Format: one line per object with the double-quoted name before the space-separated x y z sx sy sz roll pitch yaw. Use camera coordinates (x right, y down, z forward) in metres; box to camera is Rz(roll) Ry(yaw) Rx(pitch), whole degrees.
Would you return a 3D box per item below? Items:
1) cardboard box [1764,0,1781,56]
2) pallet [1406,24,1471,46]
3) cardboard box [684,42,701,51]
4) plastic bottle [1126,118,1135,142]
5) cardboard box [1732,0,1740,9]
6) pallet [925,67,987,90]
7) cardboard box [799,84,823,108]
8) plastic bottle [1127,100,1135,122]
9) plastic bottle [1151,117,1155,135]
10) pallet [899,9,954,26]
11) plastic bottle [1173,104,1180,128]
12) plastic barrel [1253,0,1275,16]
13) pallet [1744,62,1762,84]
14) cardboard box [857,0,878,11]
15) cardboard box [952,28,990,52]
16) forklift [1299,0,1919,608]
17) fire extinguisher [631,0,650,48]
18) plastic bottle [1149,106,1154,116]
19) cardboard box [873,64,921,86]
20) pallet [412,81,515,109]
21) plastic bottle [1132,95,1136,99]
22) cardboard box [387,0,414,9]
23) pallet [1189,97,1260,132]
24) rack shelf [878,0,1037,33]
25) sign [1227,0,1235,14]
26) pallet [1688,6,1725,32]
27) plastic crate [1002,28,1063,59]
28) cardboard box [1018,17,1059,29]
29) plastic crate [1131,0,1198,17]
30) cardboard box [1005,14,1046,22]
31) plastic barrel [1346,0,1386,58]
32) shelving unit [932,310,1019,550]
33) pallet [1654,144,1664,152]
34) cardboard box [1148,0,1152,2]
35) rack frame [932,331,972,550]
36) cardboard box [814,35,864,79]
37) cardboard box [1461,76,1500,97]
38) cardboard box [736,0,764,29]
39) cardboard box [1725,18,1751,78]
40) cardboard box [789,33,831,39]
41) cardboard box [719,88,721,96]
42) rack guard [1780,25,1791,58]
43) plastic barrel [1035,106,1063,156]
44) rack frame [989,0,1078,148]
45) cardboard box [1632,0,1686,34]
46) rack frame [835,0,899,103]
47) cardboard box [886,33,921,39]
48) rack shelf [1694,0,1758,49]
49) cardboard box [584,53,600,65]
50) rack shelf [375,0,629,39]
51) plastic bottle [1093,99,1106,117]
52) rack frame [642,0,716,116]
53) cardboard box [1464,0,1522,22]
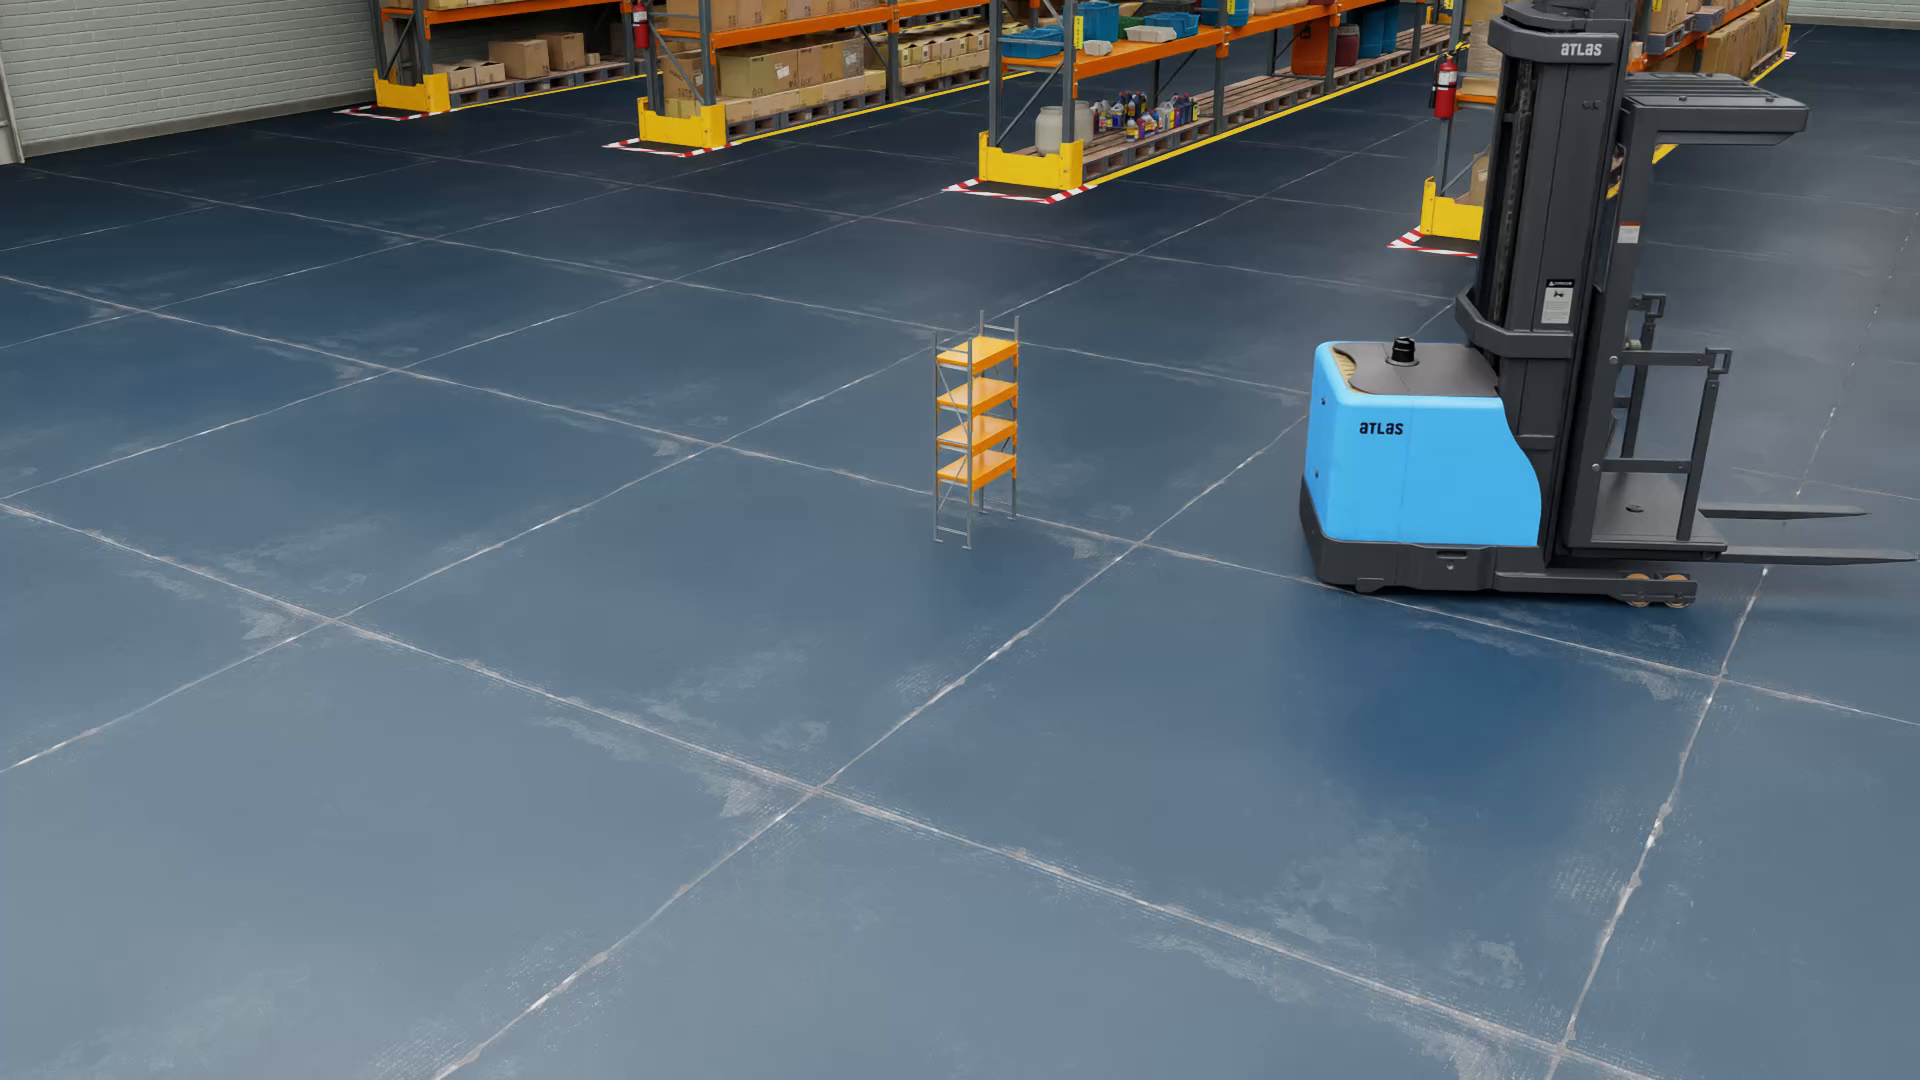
"cardboard box" 12.671 -8.336 26.875 0.875 0.875 0.875 14 27 29
"pallet" 8.745 -9.146 30.111 1.003 0.211 1.213 14 27 29
"cardboard box" -4.626 -8.377 27.418 0.700 0.500 0.500 14 27 30
"plastic bottle" 1.994 -4.792 19.425 0.097 0.271 0.097 0 23 0
"cardboard box" 10.491 -7.627 22.967 0.500 0.500 0.500 14 27 29
"pallet" -0.325 -7.076 25.329 1.003 0.211 1.213 14 27 29
"cardboard box" -2.168 -5.906 22.050 0.500 0.250 0.500 14 27 29
"plastic bottle" 2.131 -5.336 20.681 0.097 0.271 0.097 0 23 0
"plastic bottle" 2.280 -4.943 19.861 0.097 0.201 0.097 0 23 0
"pallet" -0.846 -10.383 32.968 1.003 0.211 1.213 14 27 29
"plastic bottle" 2.637 -5.195 20.340 0.061 0.283 0.133 16 28 32
"plastic barrel" 3.961 -7.233 22.011 0.433 0.535 0.433 0 23 0
"pallet" 11.779 -7.268 25.774 1.003 0.211 1.213 14 27 29
"cardboard box" -1.552 -7.580 22.858 0.700 0.500 0.500 13 27 28
"cardboard box" 0.183 -7.648 25.368 0.500 0.311 0.500 14 27 29
"forklift" 3.399 -1.219 8.377 3.031 2.935 1.130 2 23 4
"fire extinguisher" -3.890 -6.357 20.256 0.296 0.674 0.183 14 27 29
"plastic bottle" 2.337 -5.118 20.161 0.061 0.283 0.133 14 27 29
"cardboard box" -0.900 -6.700 23.884 0.500 0.250 0.500 13 27 28
"pallet" -7.145 -6.385 23.733 1.003 0.211 1.213 14 27 29
"plastic bottle" 2.196 -5.467 20.978 0.152 0.276 0.135 15 28 31
"cardboard box" -7.561 -7.511 22.987 0.500 0.250 0.500 14 27 30
"pallet" 3.265 -5.639 22.011 1.003 0.211 1.213 14 27 29
"rack shelf" -0.268 -8.030 24.929 1.077 0.370 4.000 14 27 29
"sign" 3.345 -6.654 20.496 0.100 0.325 0.005 14 27 29
"pallet" 8.916 -6.607 20.978 1.213 0.211 1.003 14 27 29
"plastic crate" 0.783 -5.459 18.272 0.499 0.251 0.616 14 27 29
"cardboard box" 1.270 -8.184 26.971 0.500 0.500 0.500 15 28 31
"plastic crate" 2.499 -6.467 20.492 0.767 0.338 0.504 14 27 29
"cardboard box" 1.081 -8.455 27.597 0.500 0.500 0.500 15 28 31
"plastic barrel" 6.428 -8.157 26.428 0.600 0.901 0.708 14 27 29
"shelving unit" 0.087 -0.606 9.141 0.258 1.200 0.503 14 27 29
"pallet" 8.143 -5.005 20.545 1.003 0.211 1.213 14 27 29
"cardboard box" 3.884 -10.077 31.339 0.797 0.503 0.637 14 27 29
"rack frame" -0.041 -0.524 8.950 0.240 1.200 0.015 14 27 29
"cardboard box" -1.655 -6.591 22.689 0.500 0.500 0.500 14 27 29
"cardboard box" 4.956 -4.282 15.682 0.380 0.149 0.250 14 27 29
"cardboard box" -2.903 -6.714 20.858 0.700 0.500 0.500 15 27 30
"cardboard box" 10.520 -7.004 23.798 1.225 0.875 0.875 13 27 27
"cardboard box" -2.091 -6.699 22.937 0.500 0.500 0.500 14 27 29
"cardboard box" -3.147 -5.680 21.528 0.500 0.250 0.500 14 27 29
"rack guard" 13.434 -8.519 28.299 1.175 0.500 0.348 14 27 29
"plastic barrel" 1.056 -4.585 18.668 0.421 0.512 0.421 0 23 0
"rack frame" 0.773 -5.296 17.707 1.000 3.000 0.127 14 27 29
"cardboard box" 7.629 -6.315 18.777 1.000 1.000 1.000 14 27 29
"rack frame" -1.323 -7.685 23.227 1.000 3.000 0.127 14 27 29
"cardboard box" -0.818 -7.415 24.829 0.500 0.311 0.500 14 27 29
"rack shelf" 10.256 -7.303 23.249 1.077 0.370 4.000 14 27 29
"cardboard box" -5.790 -7.437 25.665 0.380 0.166 0.250 10 25 22
"rack shelf" -6.588 -7.717 24.205 1.077 0.370 4.000 14 27 29
"plastic bottle" 1.683 -5.177 20.213 0.144 0.351 0.185 15 28 31
"rack frame" -3.433 -6.335 20.108 1.000 3.000 0.127 14 27 29
"cardboard box" 5.061 -5.136 15.580 0.500 0.500 0.500 14 27 29
